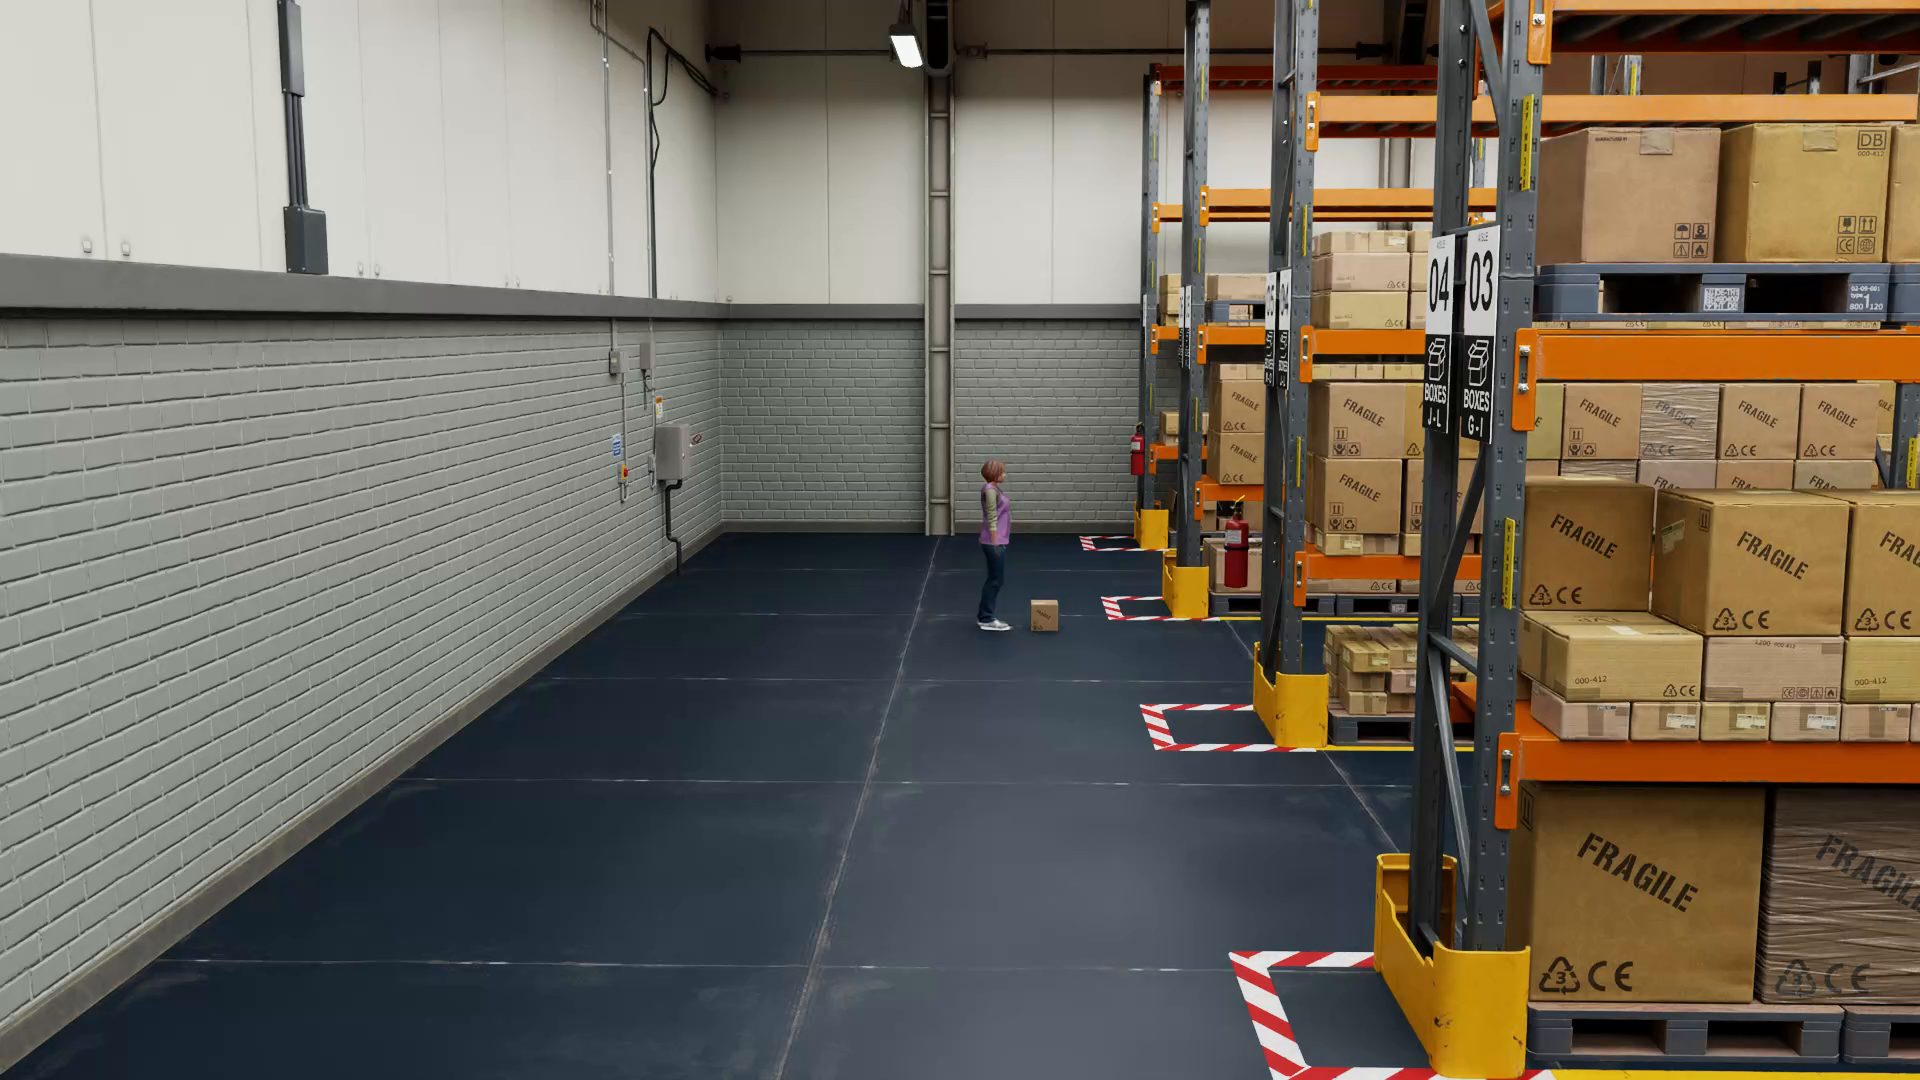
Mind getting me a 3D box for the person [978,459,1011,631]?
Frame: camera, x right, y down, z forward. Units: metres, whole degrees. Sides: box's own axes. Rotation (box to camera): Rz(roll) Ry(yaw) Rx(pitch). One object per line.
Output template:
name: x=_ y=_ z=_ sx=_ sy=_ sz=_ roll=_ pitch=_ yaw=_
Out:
person: x=0.319 y=0.045 z=15.528 sx=0.312 sy=1.605 sz=0.405 roll=0 pitch=7 yaw=3
